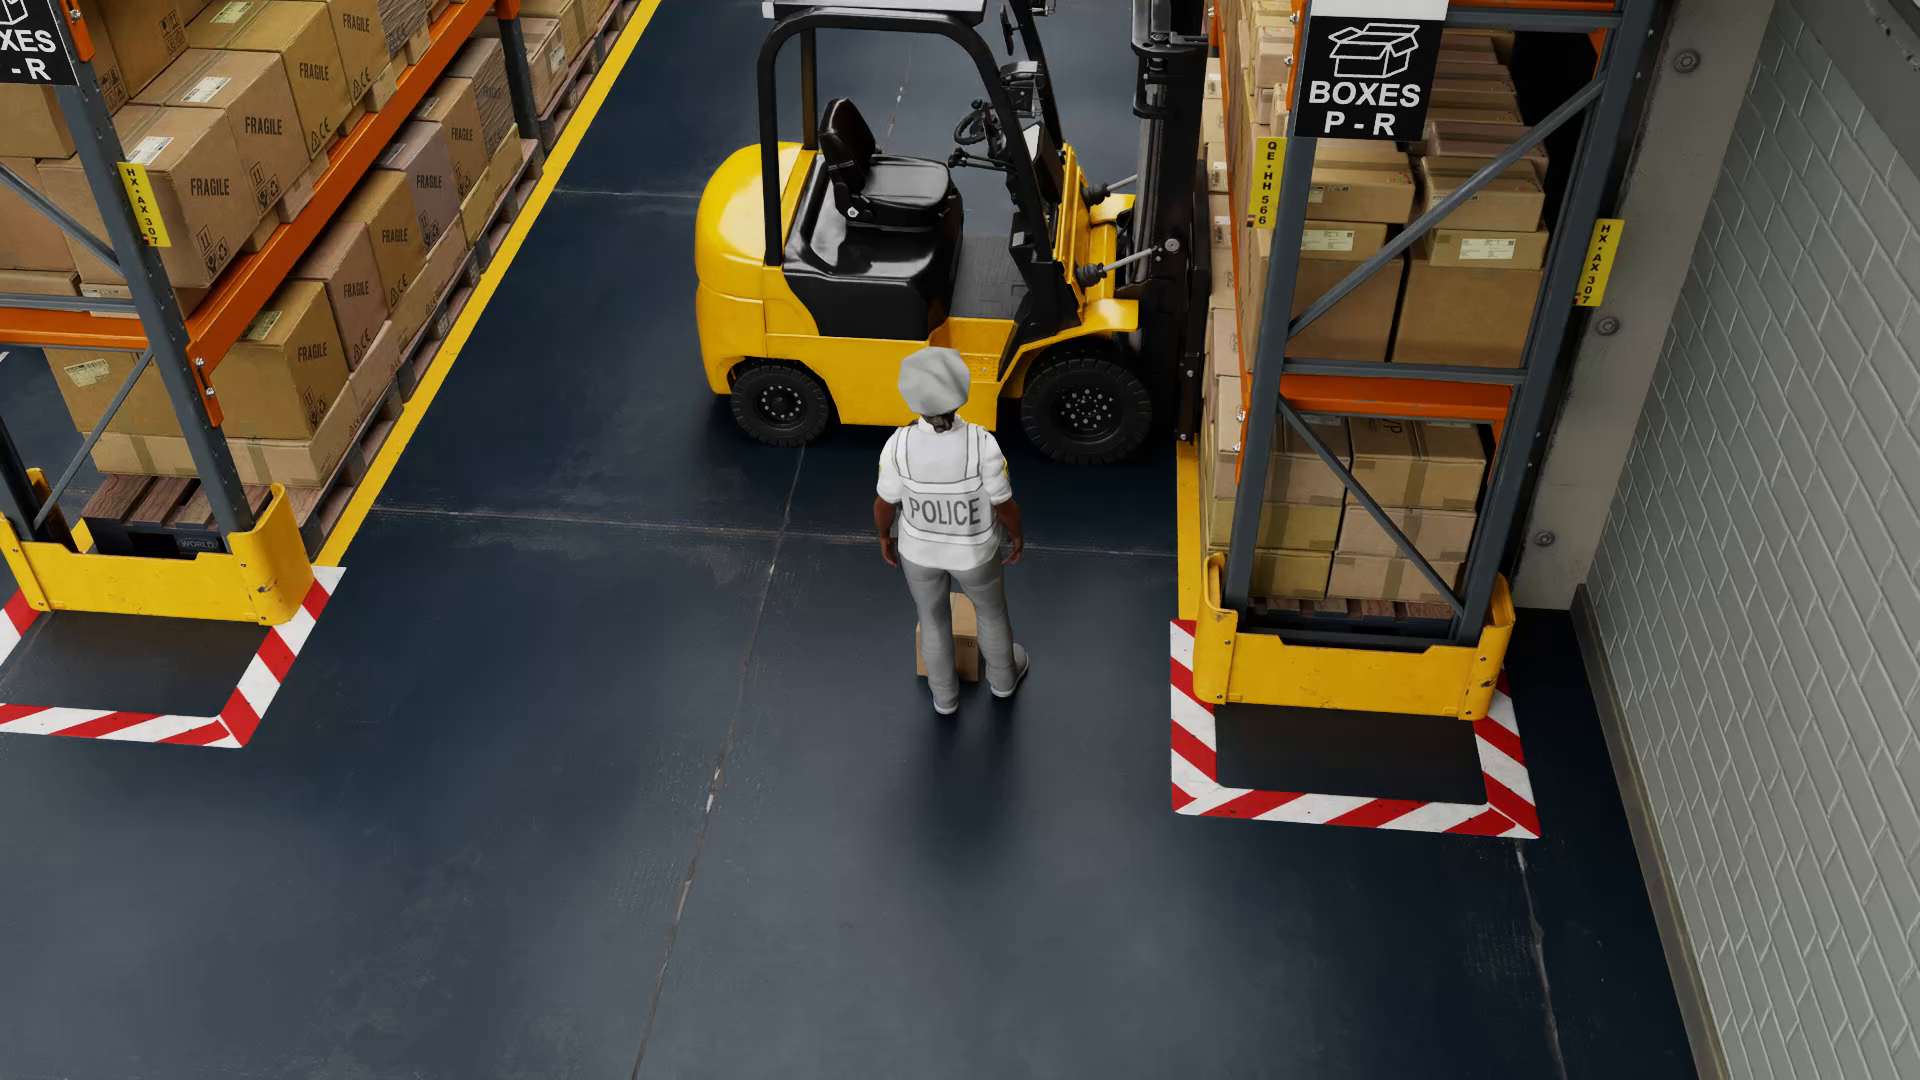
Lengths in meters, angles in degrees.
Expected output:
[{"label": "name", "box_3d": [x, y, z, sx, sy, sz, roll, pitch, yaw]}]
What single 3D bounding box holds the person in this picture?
[{"label": "person", "box_3d": [-0.019, -0.032, 6.156, 0.570, 1.693, 0.529, 3, 40, 4]}]
